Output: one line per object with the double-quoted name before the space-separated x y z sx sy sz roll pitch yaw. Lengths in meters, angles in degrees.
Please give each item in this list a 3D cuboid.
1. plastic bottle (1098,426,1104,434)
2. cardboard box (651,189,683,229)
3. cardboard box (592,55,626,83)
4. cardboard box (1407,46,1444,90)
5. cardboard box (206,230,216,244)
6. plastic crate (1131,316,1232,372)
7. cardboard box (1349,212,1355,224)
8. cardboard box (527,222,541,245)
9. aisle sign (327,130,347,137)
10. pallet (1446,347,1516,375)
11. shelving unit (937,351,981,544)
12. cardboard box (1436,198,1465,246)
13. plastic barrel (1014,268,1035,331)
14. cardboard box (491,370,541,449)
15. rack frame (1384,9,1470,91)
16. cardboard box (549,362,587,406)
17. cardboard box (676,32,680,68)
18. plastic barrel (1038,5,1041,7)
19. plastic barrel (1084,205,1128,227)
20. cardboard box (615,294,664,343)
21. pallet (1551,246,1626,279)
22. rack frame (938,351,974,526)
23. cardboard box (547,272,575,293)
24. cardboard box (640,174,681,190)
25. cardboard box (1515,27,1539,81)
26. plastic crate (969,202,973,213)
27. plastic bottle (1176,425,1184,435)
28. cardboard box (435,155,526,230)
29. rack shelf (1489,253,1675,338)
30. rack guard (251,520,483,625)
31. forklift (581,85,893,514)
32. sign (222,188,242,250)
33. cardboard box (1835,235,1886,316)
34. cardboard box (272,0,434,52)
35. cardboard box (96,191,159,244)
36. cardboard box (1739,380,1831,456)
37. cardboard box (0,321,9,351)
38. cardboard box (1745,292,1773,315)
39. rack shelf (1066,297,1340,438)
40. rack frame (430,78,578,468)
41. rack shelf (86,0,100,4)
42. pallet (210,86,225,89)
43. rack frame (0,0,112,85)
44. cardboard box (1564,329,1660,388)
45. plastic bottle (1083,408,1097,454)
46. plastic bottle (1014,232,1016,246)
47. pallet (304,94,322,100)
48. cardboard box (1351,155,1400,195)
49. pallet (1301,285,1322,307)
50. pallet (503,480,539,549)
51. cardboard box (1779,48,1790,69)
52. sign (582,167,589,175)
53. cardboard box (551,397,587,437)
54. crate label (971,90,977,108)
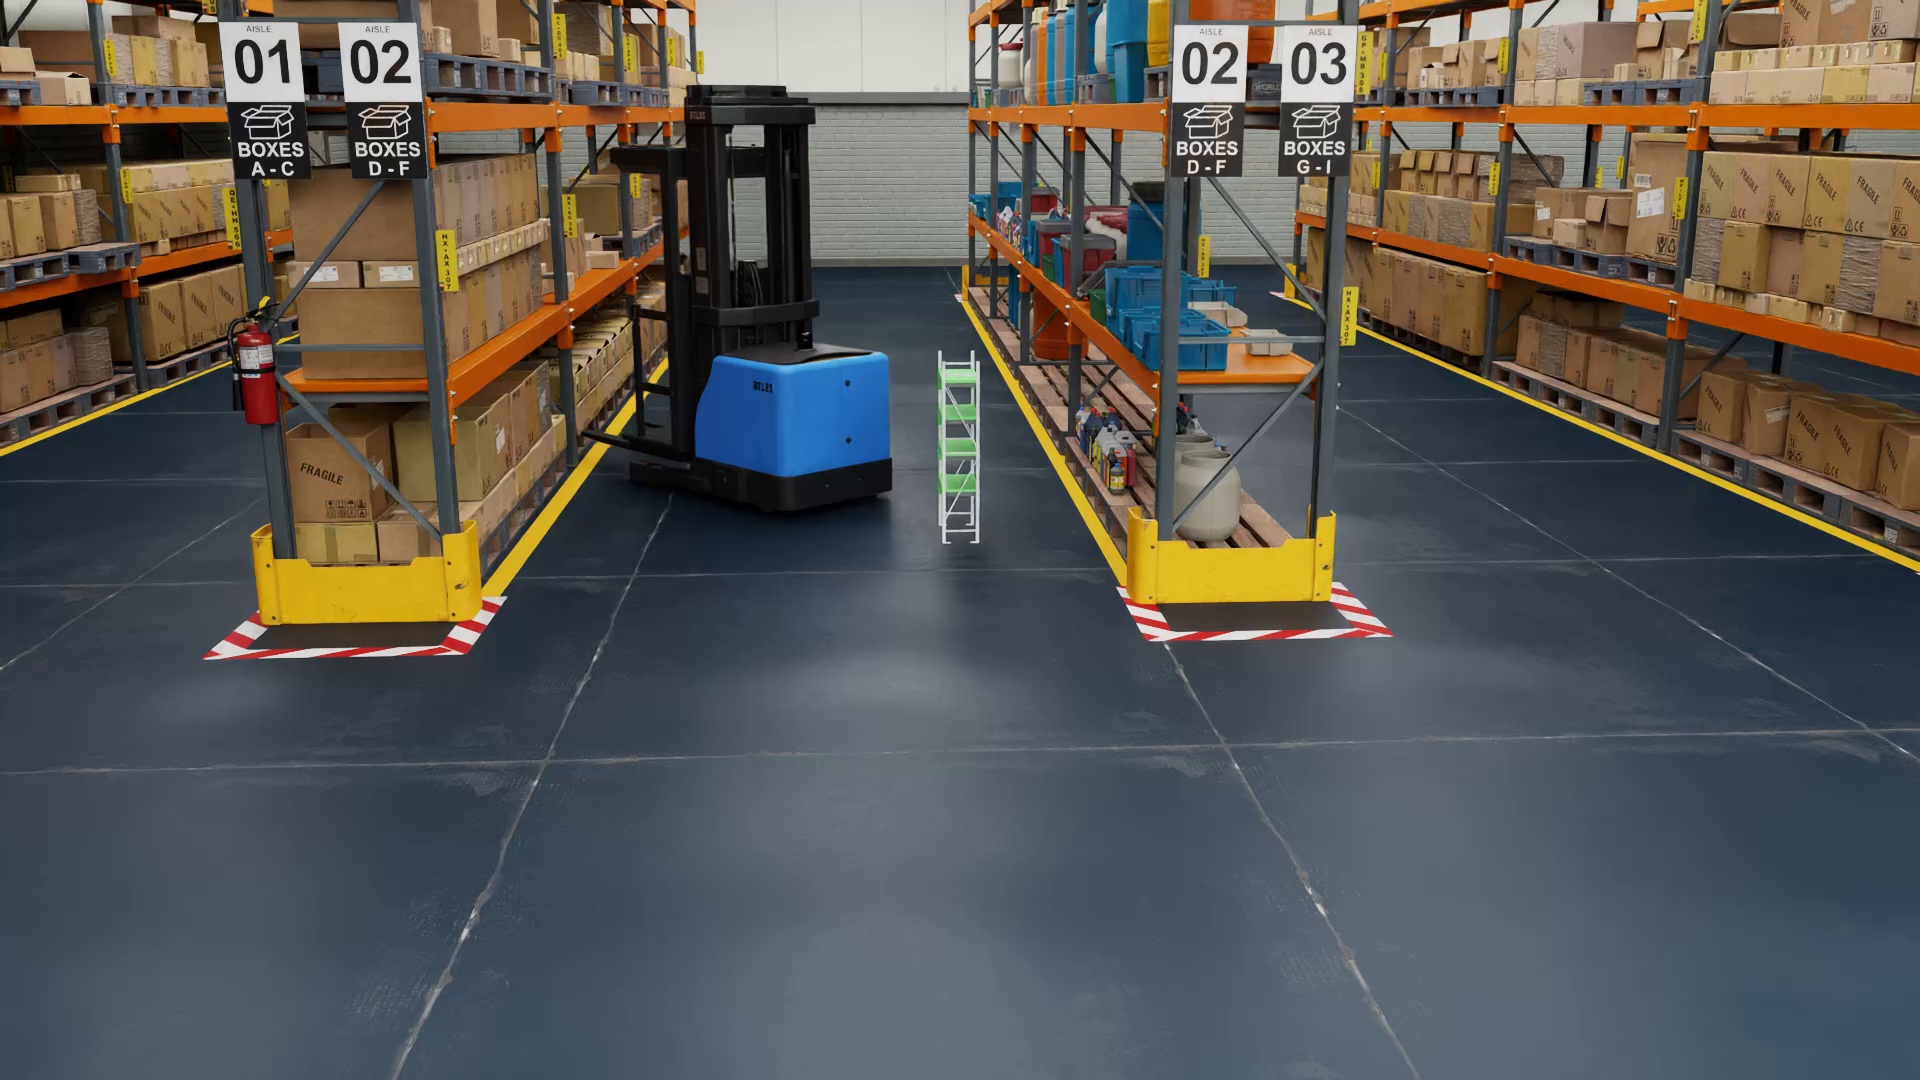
"plastic bottle" 1.074 -0.711 12.364 0.097 0.271 0.097 0 14 0
"cardboard box" -3.820 -4.203 21.142 0.500 0.500 0.500 -1 14 -2
"cardboard box" -3.873 -4.638 16.812 0.910 0.500 0.500 -1 14 -3
"cardboard box" 5.873 -5.736 20.237 0.700 0.500 0.500 -1 14 -2
"cardboard box" -8.666 -3.438 18.833 0.380 0.149 0.250 -1 14 -5
"plastic crate" 1.298 -1.163 9.824 0.499 0.251 0.616 -1 14 -3
"cardboard box" 5.434 -4.317 22.288 0.380 0.149 0.250 -1 14 -2
"cardboard box" -3.321 -2.271 12.330 0.380 0.149 0.250 -1 14 -5
"aisle sign" -8.957 -6.223 23.974 0.394 0.787 0.004 -1 14 -3
"pallet" 6.102 -2.028 18.484 1.003 0.211 1.213 -1 14 -3
"shelving unit" -0.010 -0.622 11.037 0.258 1.200 0.503 -1 14 -3
"cardboard box" 5.737 -3.601 18.803 0.500 0.500 0.500 -1 14 -5
"plastic barrel" 0.944 -2.975 19.937 0.600 0.901 0.708 -1 14 -3
"cardboard box" -3.264 -0.908 11.707 0.500 0.500 0.500 -1 14 -3
"rack frame" 5.827 -7.081 20.488 1.000 3.000 0.127 -1 14 -3
"cardboard box" -3.342 -1.284 13.547 0.500 0.311 0.500 -1 14 -3
"cardboard box" -4.175 -6.628 22.540 0.700 0.500 0.500 -1 14 -3
"plastic barrel" 1.142 -5.576 18.810 0.600 0.901 0.708 -1 14 -3
"plastic barrel" 1.463 -3.060 16.625 0.600 0.536 0.708 -1 14 -3
"cardboard box" -3.657 -2.534 18.988 0.500 0.500 0.500 -1 14 -5
"pallet" 6.239 -2.596 15.483 1.003 0.211 1.213 -1 14 -3
"rack frame" -0.025 -0.683 11.273 0.240 1.200 0.015 -1 14 -3
"cardboard box" -3.415 -2.136 13.813 0.380 0.149 0.250 -1 14 -3
"cardboard box" -3.809 -4.678 20.981 0.500 0.500 0.500 -1 14 -2
"cardboard box" 5.848 -4.803 16.451 0.500 0.500 0.500 -1 14 -3
"plastic crate" 0.260 -4.848 24.257 0.250 0.136 0.298 -1 14 -3
"plastic bottle" 1.638 -0.715 12.356 0.061 0.283 0.133 -1 14 -3
"cardboard box" -3.498 -2.475 11.821 0.700 0.500 0.500 -1 14 -4
"rack shelf" 6.199 -2.335 15.526 1.077 0.370 4.000 -1 14 -3
"rack guard" -3.315 0.177 9.334 1.175 0.500 0.348 -1 14 -3
"forklift" -1.885 -1.899 12.525 1.130 2.935 3.031 -14 20 -43
"sign" -3.859 -1.710 8.853 0.100 0.325 0.005 -1 14 -3
"cardboard box" 6.426 -1.769 11.083 0.875 0.500 0.500 -1 14 -3
"cardboard box" -3.348 -2.956 9.145 0.797 0.503 0.637 0 14 0
"cardboard box" -8.531 -3.278 16.911 0.500 0.500 0.500 0 14 -2
"cardboard box" 6.351 -0.937 12.820 0.500 0.500 0.500 4 15 14
"cardboard box" -8.637 -1.744 14.413 0.500 0.250 0.500 -1 14 -5
"cardboard box" 6.081 -1.757 12.341 0.380 0.149 0.250 -1 14 -3
"rack shelf" 1.503 -1.264 11.363 1.077 0.370 4.000 -1 14 -3
"rack frame" -3.565 -2.034 12.912 1.000 3.000 0.127 -1 14 -3
"rack shelf" -8.632 -4.817 13.937 1.077 0.370 4.000 -1 14 -3
"pallet" -9.044 -5.560 20.773 1.003 0.211 1.213 -1 14 -3
"rack frame" -8.756 -5.857 15.730 1.000 3.000 0.127 -1 14 -3
"cardboard box" 6.226 -1.738 15.897 0.700 0.500 0.500 0 14 1
"plastic bottle" 1.015 -0.833 12.676 0.144 0.351 0.185 0 14 -2
"plastic bottle" 0.641 -3.334 18.363 0.097 0.201 0.097 0 14 0
"pallet" -9.117 -5.862 21.950 1.003 0.211 1.213 -1 14 -3
"cardboard box" 5.505 -4.845 22.037 0.500 0.500 0.500 -1 14 -3
"pallet" 5.707 -3.622 24.682 1.003 0.211 1.213 -1 14 -3
"pallet" -3.478 -0.181 11.307 1.003 0.211 1.213 -1 14 -3
"cardboard box" 6.174 -3.480 12.014 0.380 0.149 0.250 0 14 -2
"sign" -4.601 -4.433 20.497 0.100 0.325 0.005 -1 14 -3
"cardboard box" -3.342 -1.010 13.607 0.500 0.250 0.500 -1 14 -5
"crate label" 0.371 -6.240 23.539 0.408 0.251 0.502 -1 14 -3
